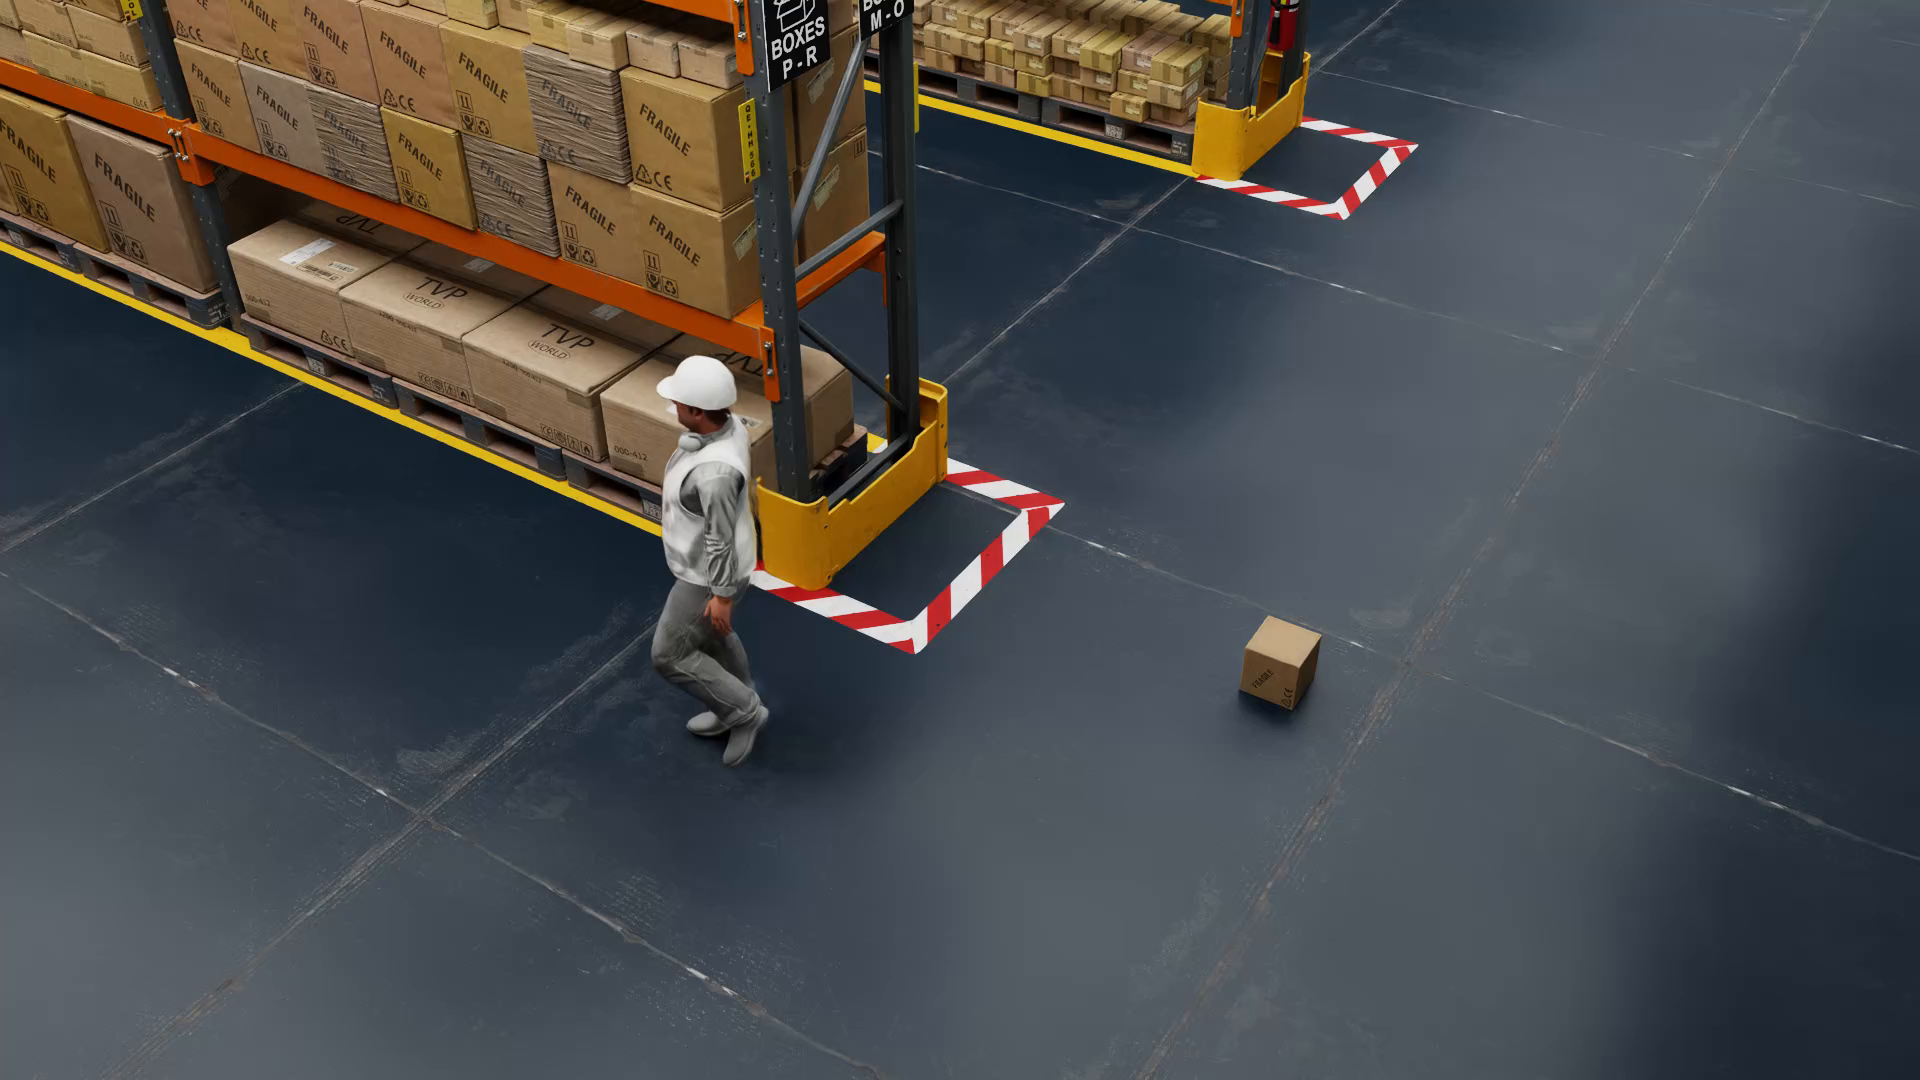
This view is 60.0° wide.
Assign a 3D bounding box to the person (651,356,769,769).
[{"bbox_3d":[-1.016,0.083,6.526,0.446,1.763,0.599,-3,38,-3],"label":"person"}]
